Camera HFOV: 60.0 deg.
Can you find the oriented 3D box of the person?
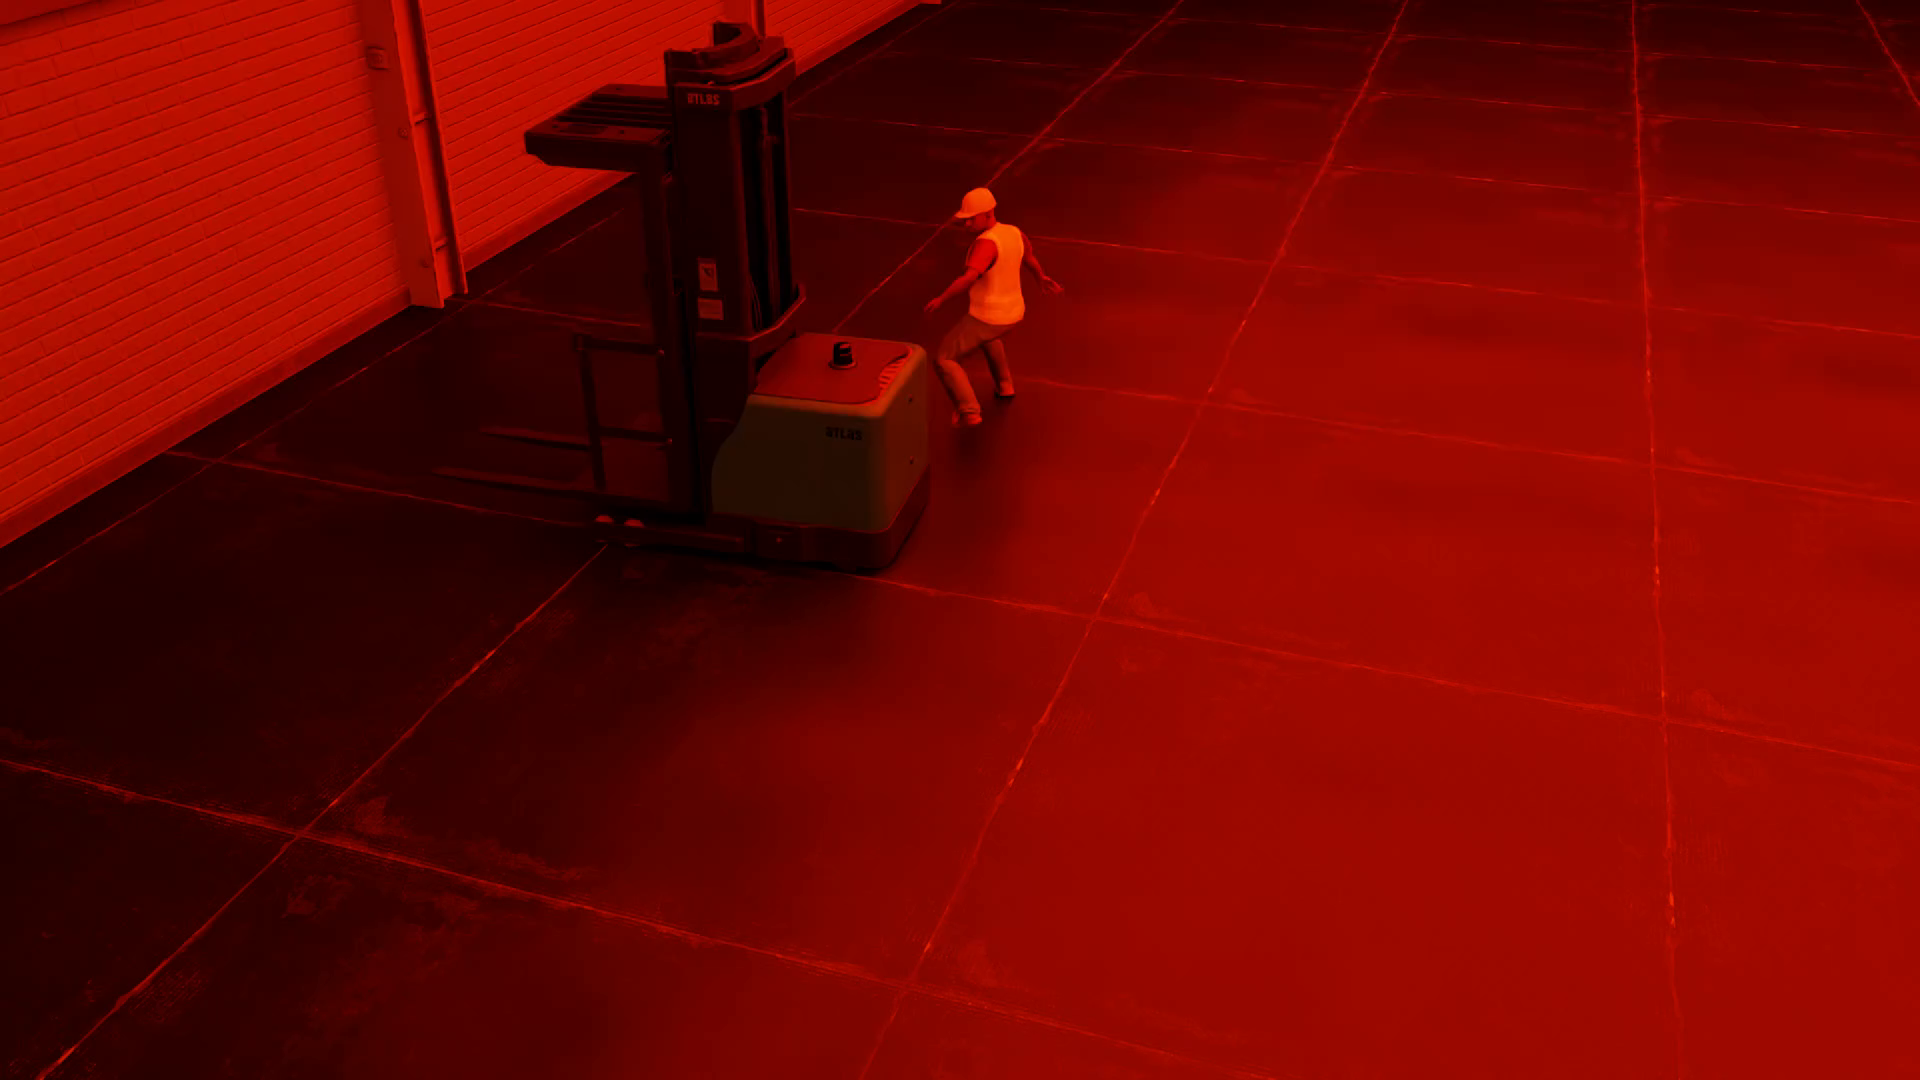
[{"bbox_3d":[0.223,-1.583,11.327,0.533,1.665,1.227,18,34,29],"label":"person"}]

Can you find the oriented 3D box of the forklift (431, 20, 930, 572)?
[{"bbox_3d":[-1.761,-1.473,9.721,3.031,2.935,1.130,7,30,13],"label":"forklift"}]
